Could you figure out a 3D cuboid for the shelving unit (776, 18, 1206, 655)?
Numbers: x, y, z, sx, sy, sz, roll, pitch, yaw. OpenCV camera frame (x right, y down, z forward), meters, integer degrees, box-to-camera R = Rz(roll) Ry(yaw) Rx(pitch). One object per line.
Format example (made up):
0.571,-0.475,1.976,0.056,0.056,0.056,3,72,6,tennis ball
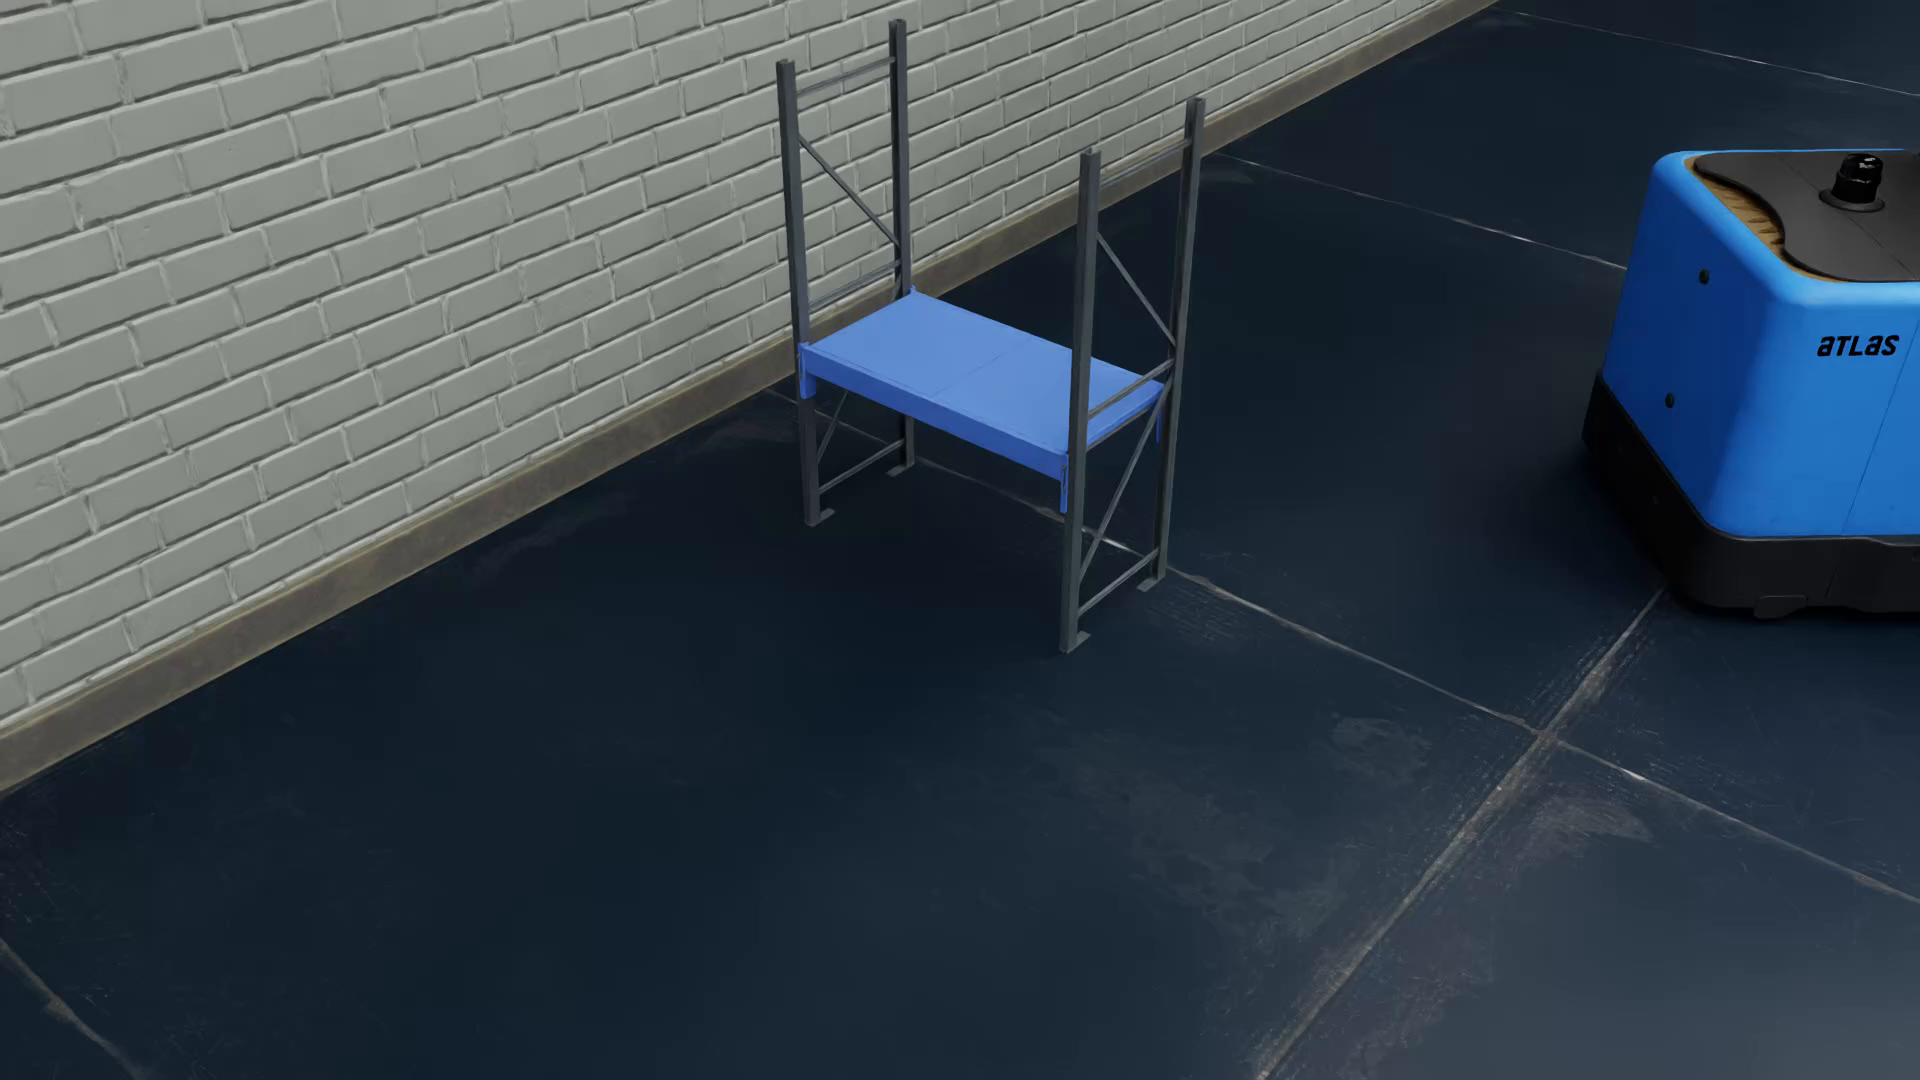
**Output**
0.066,-0.587,4.780,1.048,1.500,0.538,25,42,32,shelving unit

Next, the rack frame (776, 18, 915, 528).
-0.325,-0.771,5.049,0.032,1.500,0.500,25,42,32,rack frame

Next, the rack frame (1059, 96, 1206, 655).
0.456,-0.403,4.512,0.032,1.500,0.500,25,42,32,rack frame

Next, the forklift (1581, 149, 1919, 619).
3.629,-1.273,4.515,3.031,2.935,1.130,-1,34,-1,forklift

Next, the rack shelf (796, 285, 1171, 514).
0.066,-0.439,4.882,1.000,0.185,0.538,25,42,32,rack shelf
